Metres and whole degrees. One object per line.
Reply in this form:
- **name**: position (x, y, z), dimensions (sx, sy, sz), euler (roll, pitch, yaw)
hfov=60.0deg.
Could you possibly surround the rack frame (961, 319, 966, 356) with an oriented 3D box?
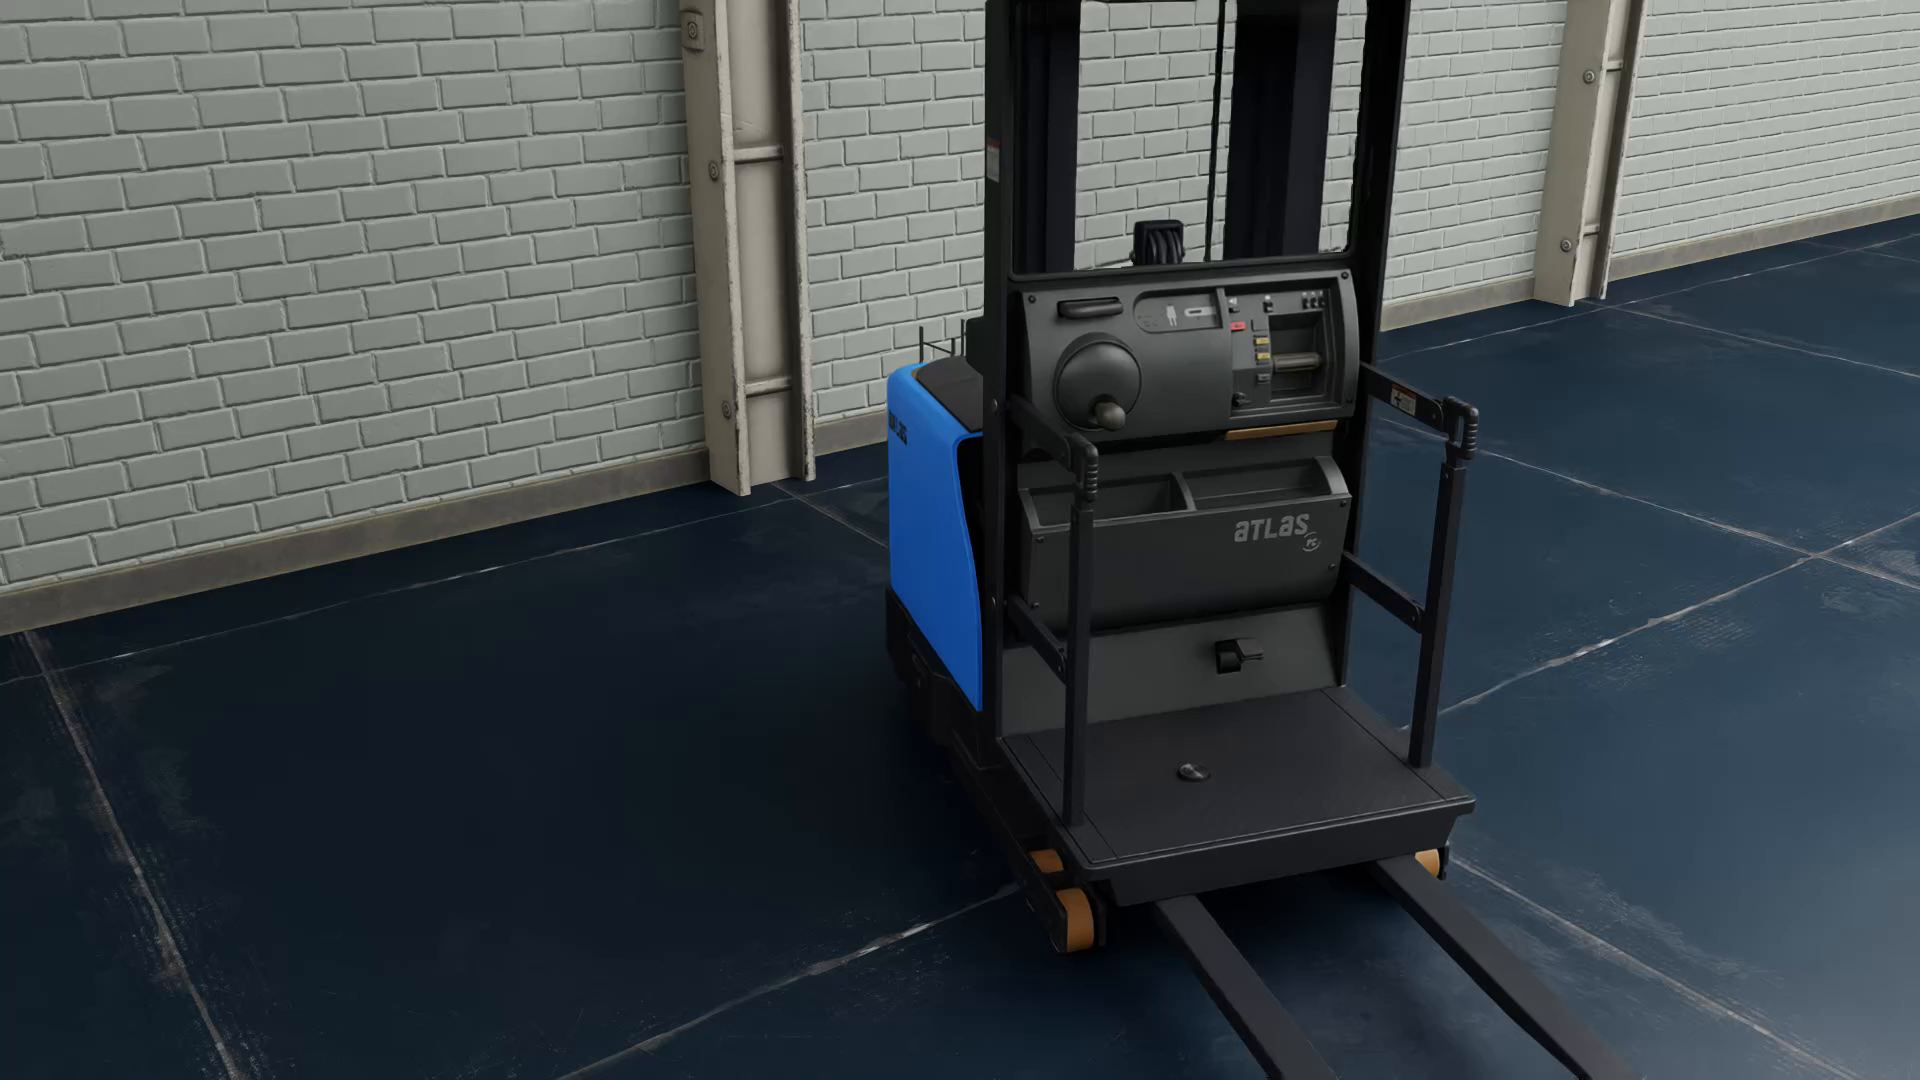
- **rack frame**: position (0.076, -0.438, 6.780), dimensions (0.006, 0.900, 0.240), euler (-15, 26, -33)

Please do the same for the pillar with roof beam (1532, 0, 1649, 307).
- **pillar with roof beam**: position (6.478, -4.466, 5.946), dimensions (0.400, 9.000, 9.100), euler (-15, 26, -33)

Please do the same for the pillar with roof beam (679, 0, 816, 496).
- **pillar with roof beam**: position (1.608, -3.167, 2.691), dimensions (0.400, 9.000, 9.100), euler (-15, 26, -33)

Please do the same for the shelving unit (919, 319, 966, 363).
- **shelving unit**: position (-0.007, -0.416, 6.725), dimensions (0.210, 0.900, 0.258), euler (-15, 26, -33)

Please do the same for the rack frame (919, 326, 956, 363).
- **rack frame**: position (-0.089, -0.394, 6.670), dimensions (0.006, 0.900, 0.240), euler (-15, 26, -33)

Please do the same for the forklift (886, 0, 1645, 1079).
- **forklift**: position (0.674, -0.471, 4.123), dimensions (1.130, 2.935, 3.031), euler (-7, 23, -16)
